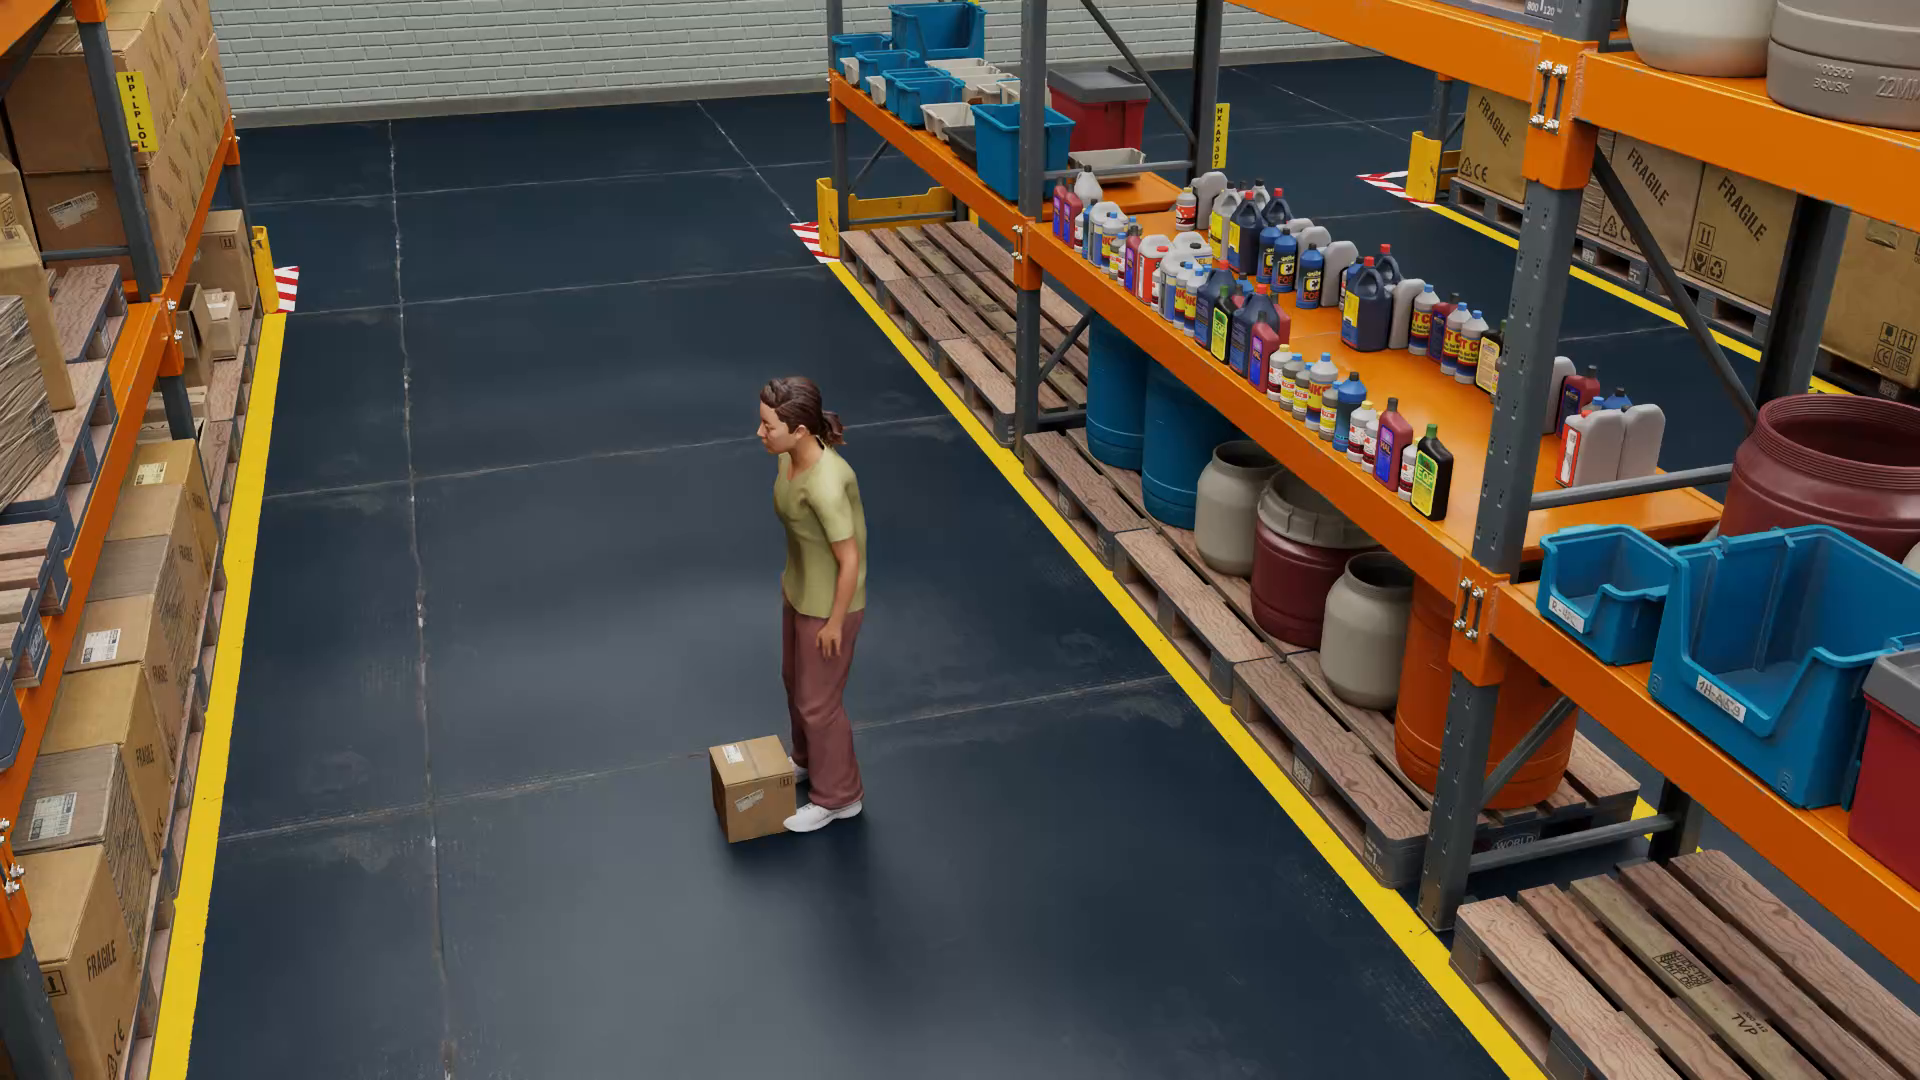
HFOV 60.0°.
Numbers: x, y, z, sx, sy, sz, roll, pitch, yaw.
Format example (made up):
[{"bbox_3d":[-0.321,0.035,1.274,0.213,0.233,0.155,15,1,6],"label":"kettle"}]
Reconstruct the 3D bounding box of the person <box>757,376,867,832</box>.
[{"bbox_3d":[-0.505,0.213,5.687,0.356,1.672,0.521,-10,28,-19],"label":"person"}]
